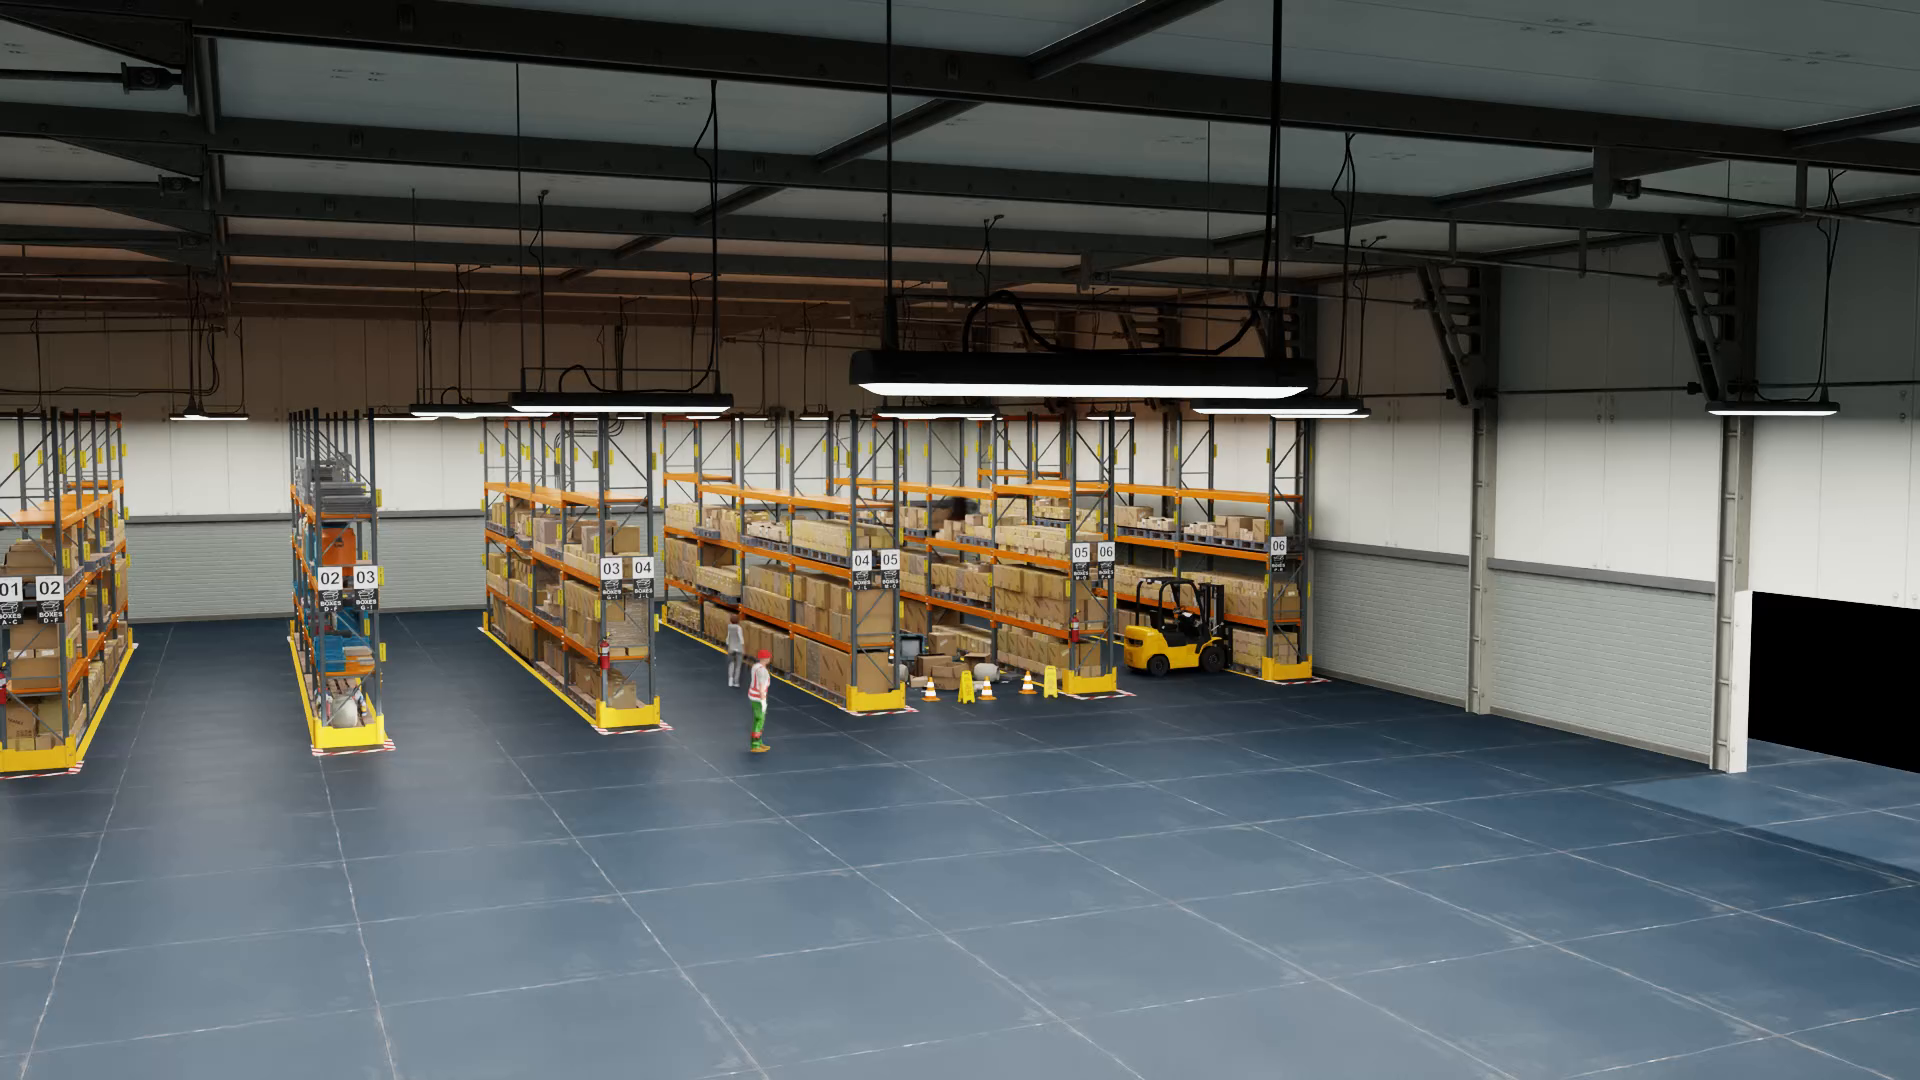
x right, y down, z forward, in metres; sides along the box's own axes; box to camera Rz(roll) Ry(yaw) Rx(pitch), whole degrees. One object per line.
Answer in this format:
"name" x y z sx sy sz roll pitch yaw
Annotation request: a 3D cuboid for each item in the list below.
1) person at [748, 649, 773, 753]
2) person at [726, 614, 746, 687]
"person" -3.475 2.801 29.034 0.437 1.793 0.562 -1 4 -17
"person" -4.852 2.385 36.058 0.441 1.594 0.390 1 4 11
